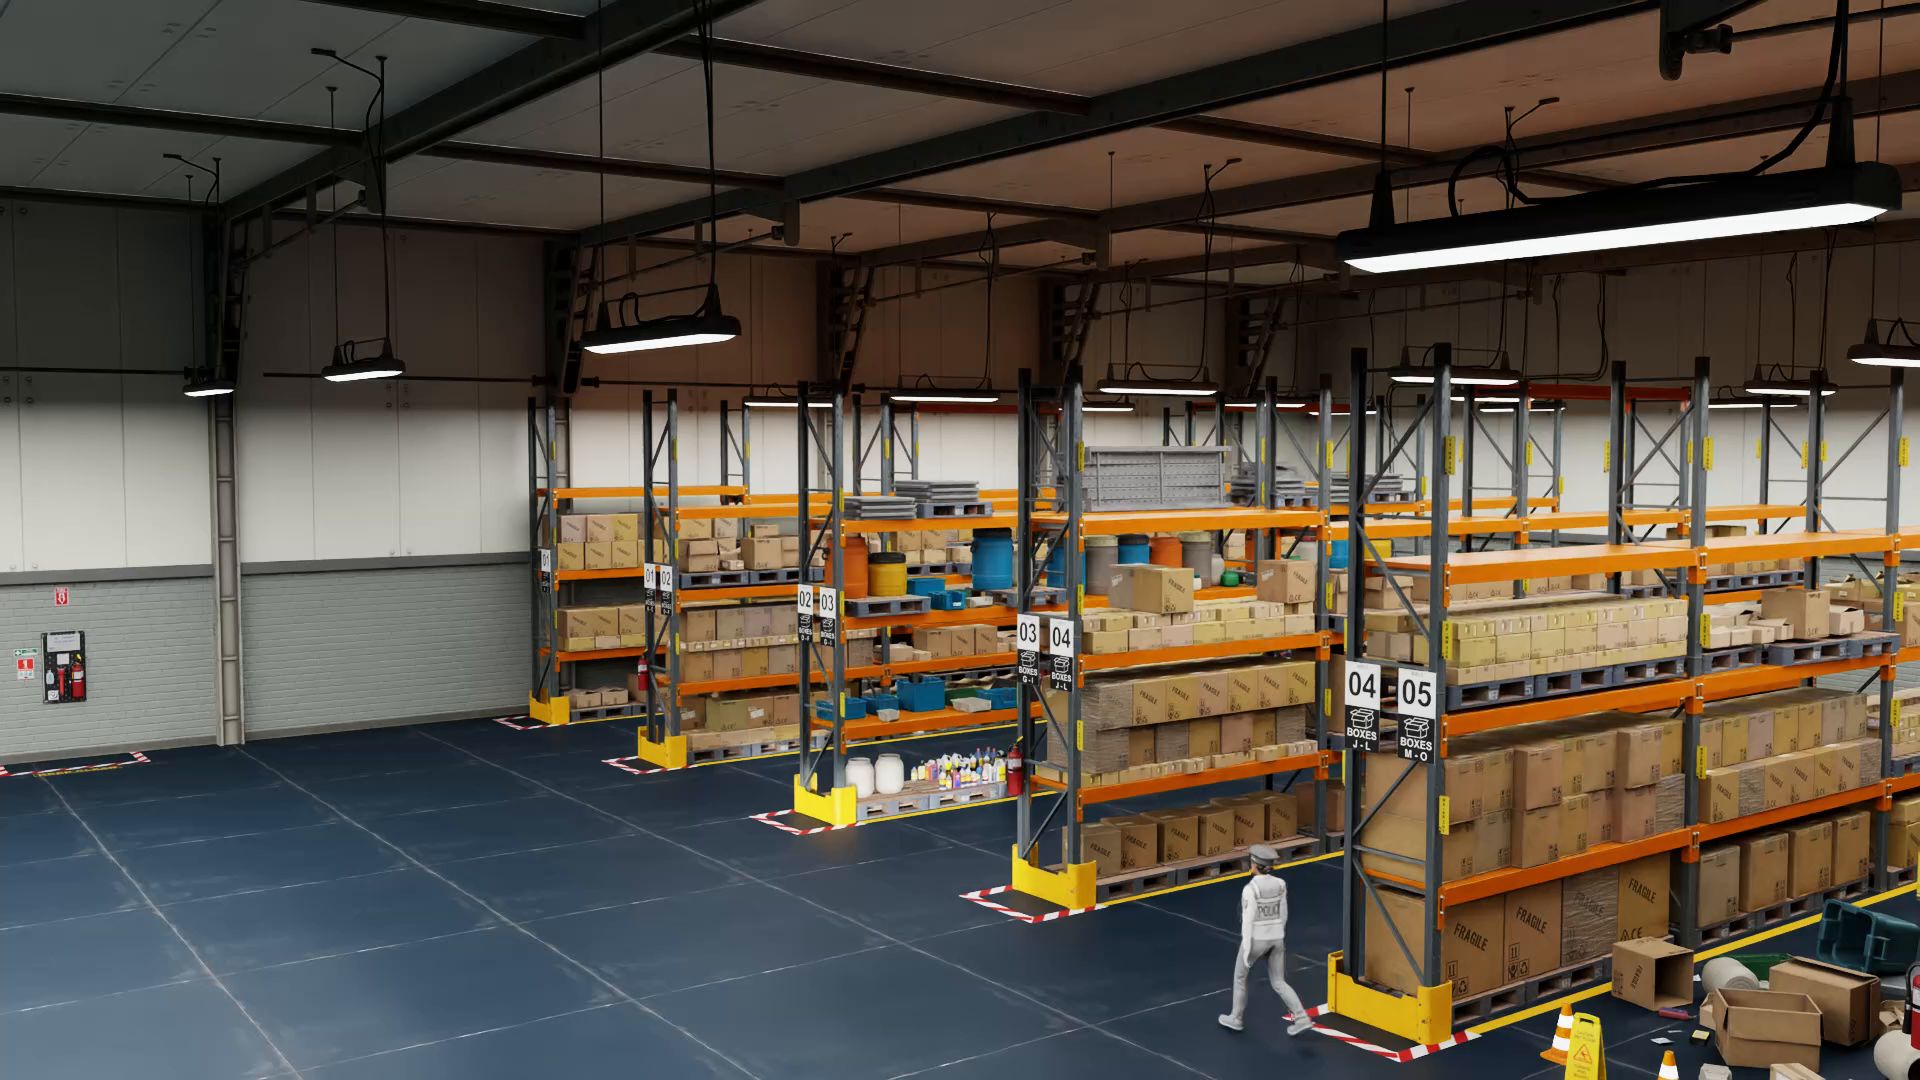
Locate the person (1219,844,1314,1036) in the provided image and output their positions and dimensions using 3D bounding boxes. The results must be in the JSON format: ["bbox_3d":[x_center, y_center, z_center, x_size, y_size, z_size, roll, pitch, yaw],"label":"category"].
[{"bbox_3d":[2.654,3.481,14.400,0.497,1.631,0.935,-2,4,-31],"label":"person"}]

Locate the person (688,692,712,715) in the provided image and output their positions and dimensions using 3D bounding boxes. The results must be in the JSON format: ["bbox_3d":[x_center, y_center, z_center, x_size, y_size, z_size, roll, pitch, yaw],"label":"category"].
[{"bbox_3d":[-4.588,2.621,28.991,0.861,1.625,0.483,-1,4,-22],"label":"person"}]

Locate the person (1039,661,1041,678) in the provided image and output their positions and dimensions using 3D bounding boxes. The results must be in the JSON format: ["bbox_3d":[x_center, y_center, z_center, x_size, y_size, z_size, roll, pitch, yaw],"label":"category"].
[{"bbox_3d":[1.501,2.353,33.315,0.612,1.708,0.598,-1,4,-22],"label":"person"}]
